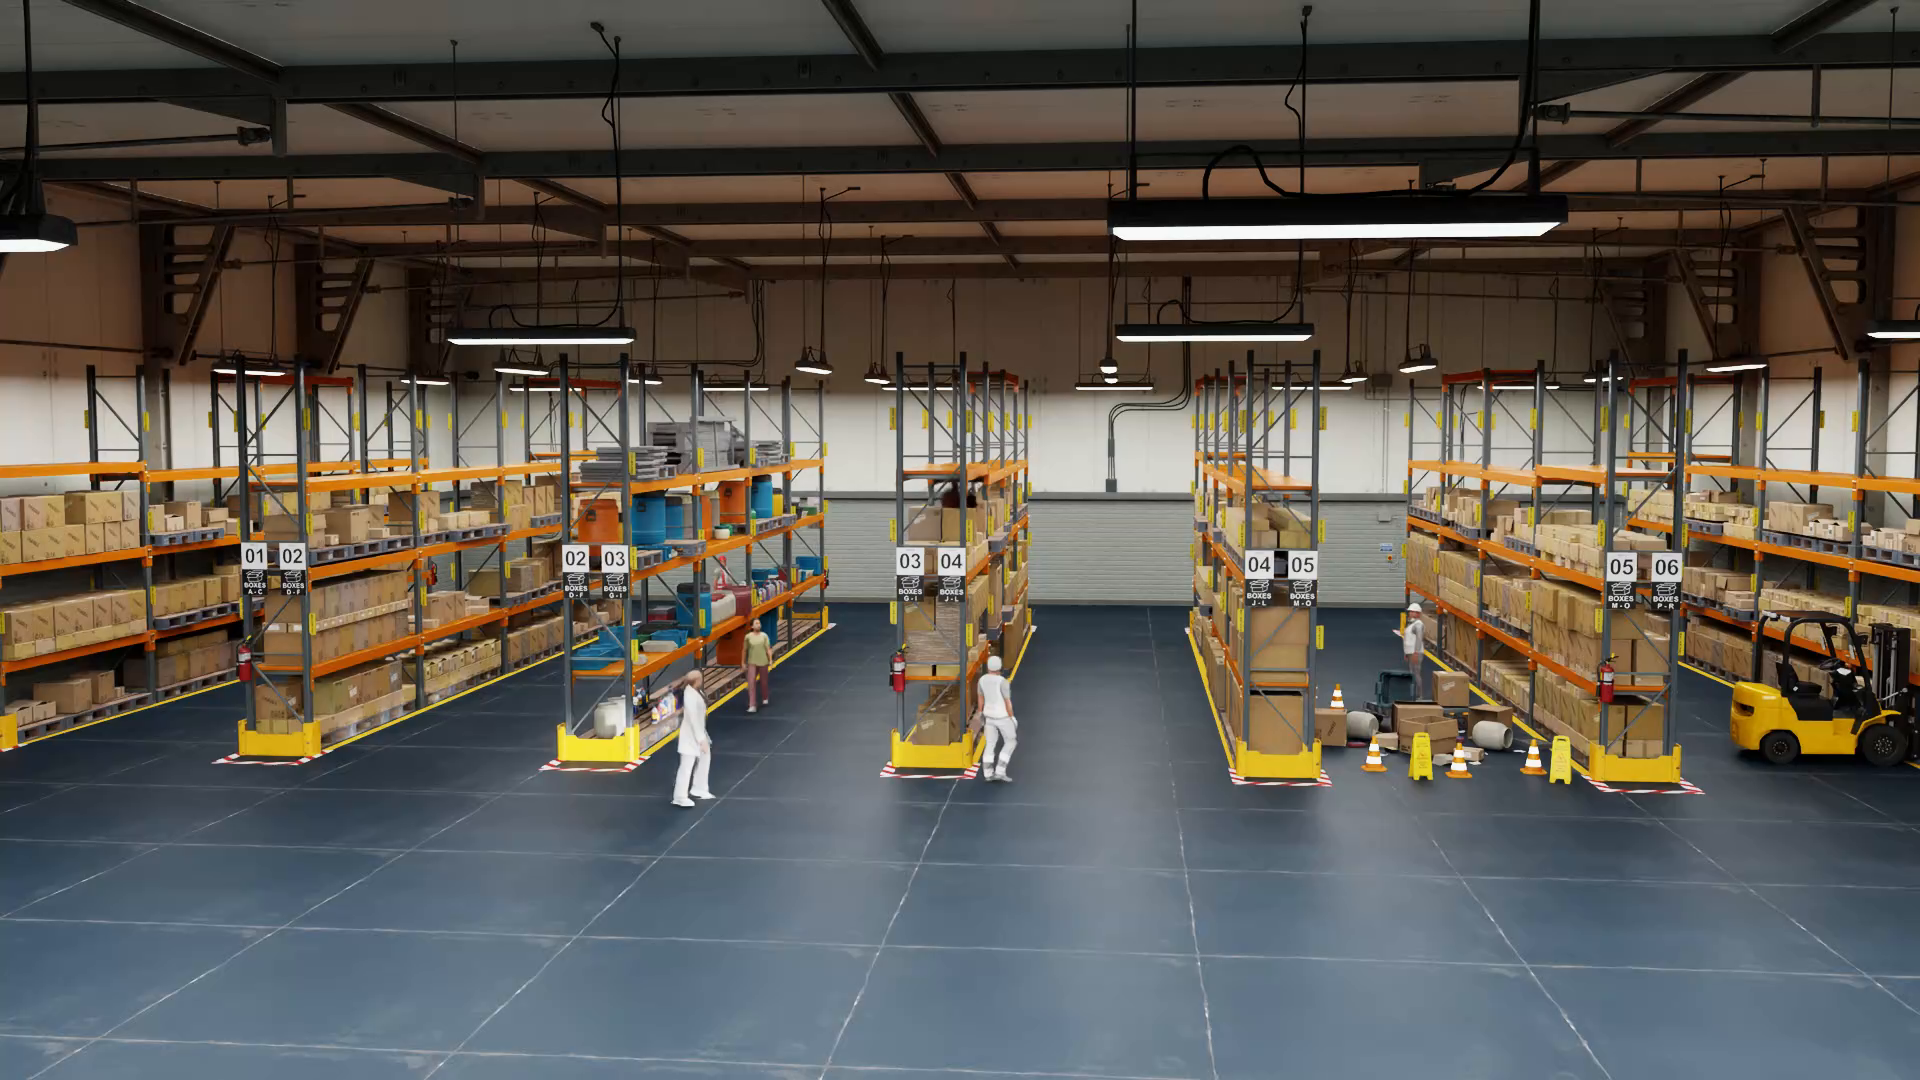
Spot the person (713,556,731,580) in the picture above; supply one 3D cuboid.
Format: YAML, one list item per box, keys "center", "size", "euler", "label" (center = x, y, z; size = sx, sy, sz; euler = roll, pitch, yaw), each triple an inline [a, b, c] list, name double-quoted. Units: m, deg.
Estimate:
- center: [-5.676, 1.232, 39.919]
  size: [0.332, 1.730, 0.554]
  euler: [2, 4, 23]
  label: "person"

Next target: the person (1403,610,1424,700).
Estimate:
- center: [8.062, 2.042, 29.553]
  size: [0.369, 1.722, 0.562]
  euler: [1, 4, 13]
  label: "person"

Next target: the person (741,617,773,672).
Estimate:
- center: [-3.515, 1.821, 28.813]
  size: [0.587, 0.959, 0.359]
  euler: [0, 4, 1]
  label: "person"

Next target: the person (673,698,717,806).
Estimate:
- center: [-3.506, 2.752, 21.833]
  size: [0.494, 1.480, 0.688]
  euler: [0, 4, 3]
  label: "person"

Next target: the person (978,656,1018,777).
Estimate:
- center: [0.496, 2.442, 23.087]
  size: [0.417, 1.716, 0.603]
  euler: [-4, 6, -43]
  label: "person"
